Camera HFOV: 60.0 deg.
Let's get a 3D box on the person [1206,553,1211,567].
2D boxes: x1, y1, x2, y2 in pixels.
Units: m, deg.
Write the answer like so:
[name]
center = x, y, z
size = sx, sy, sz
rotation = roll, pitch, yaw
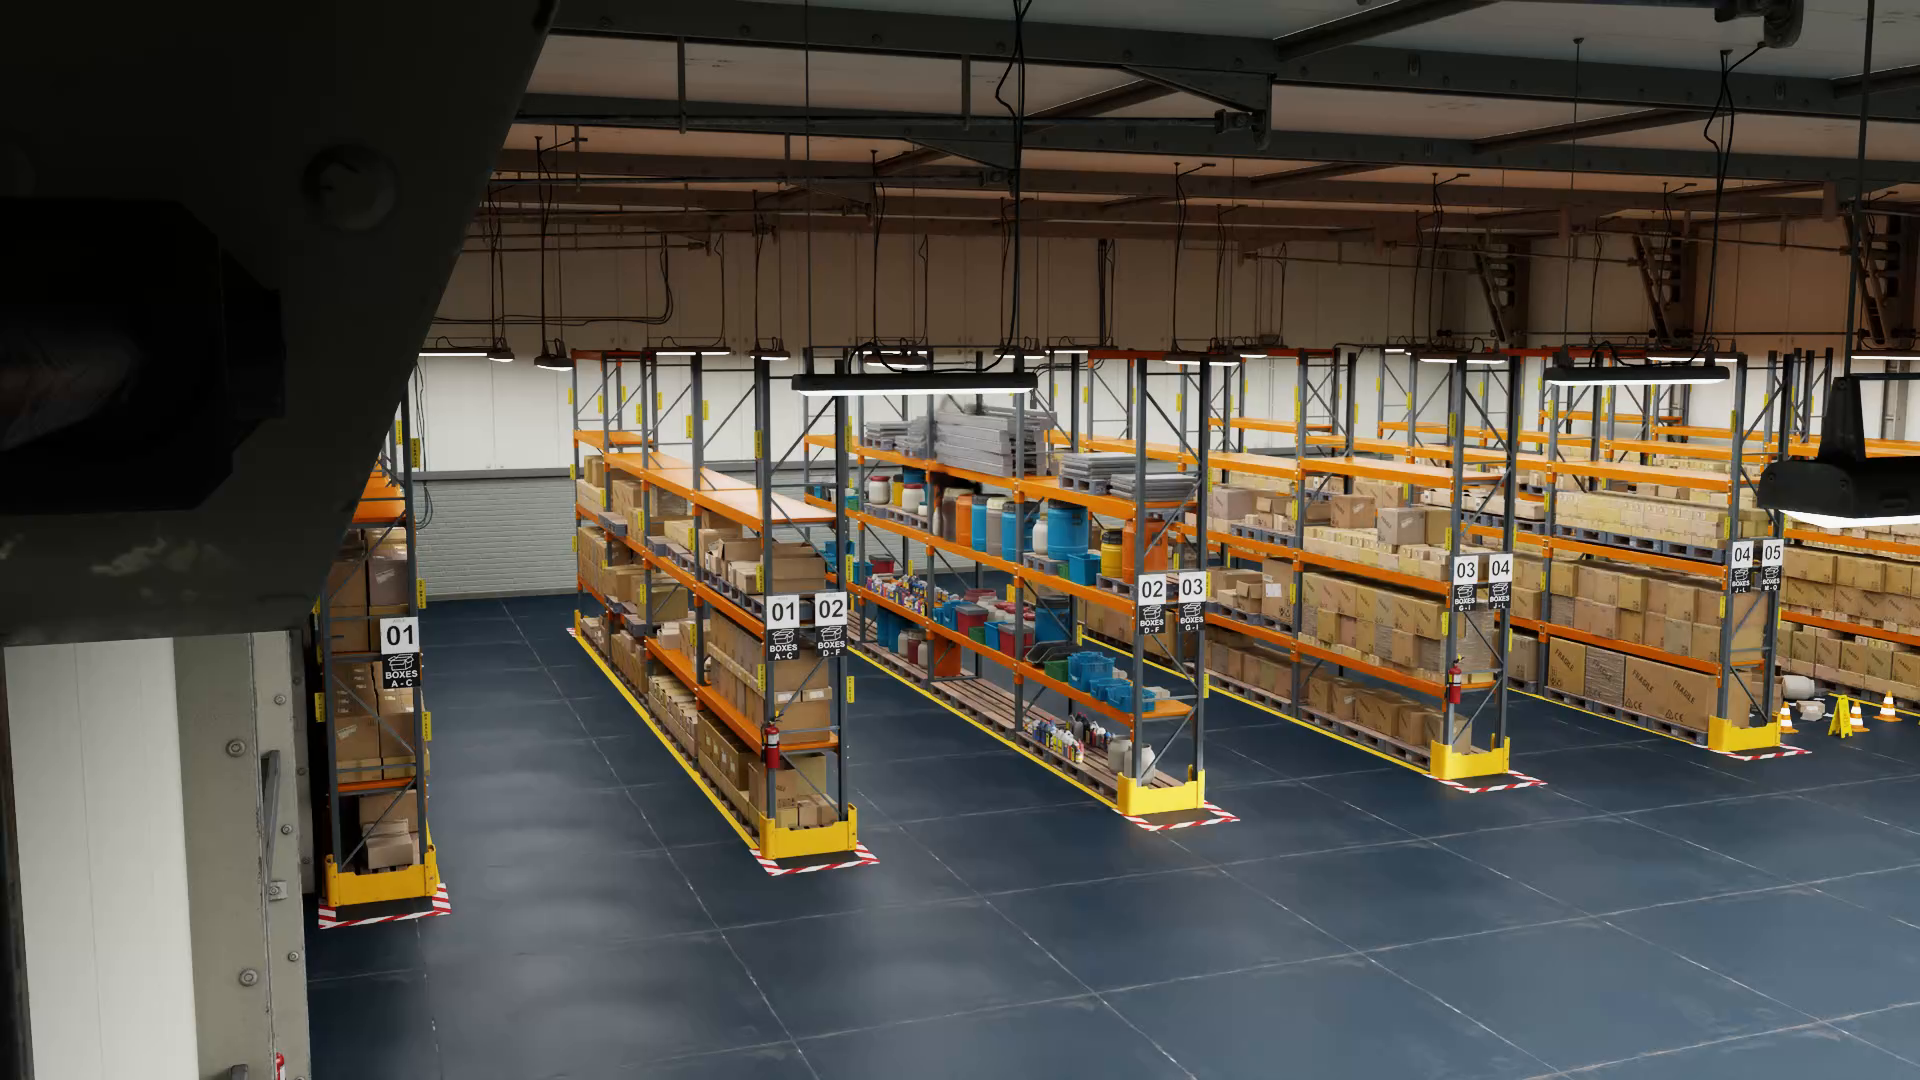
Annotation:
[person]
center = 5.184, 1.103, 35.389
size = 0.580, 1.710, 0.694
rotation = -4, 8, -32
